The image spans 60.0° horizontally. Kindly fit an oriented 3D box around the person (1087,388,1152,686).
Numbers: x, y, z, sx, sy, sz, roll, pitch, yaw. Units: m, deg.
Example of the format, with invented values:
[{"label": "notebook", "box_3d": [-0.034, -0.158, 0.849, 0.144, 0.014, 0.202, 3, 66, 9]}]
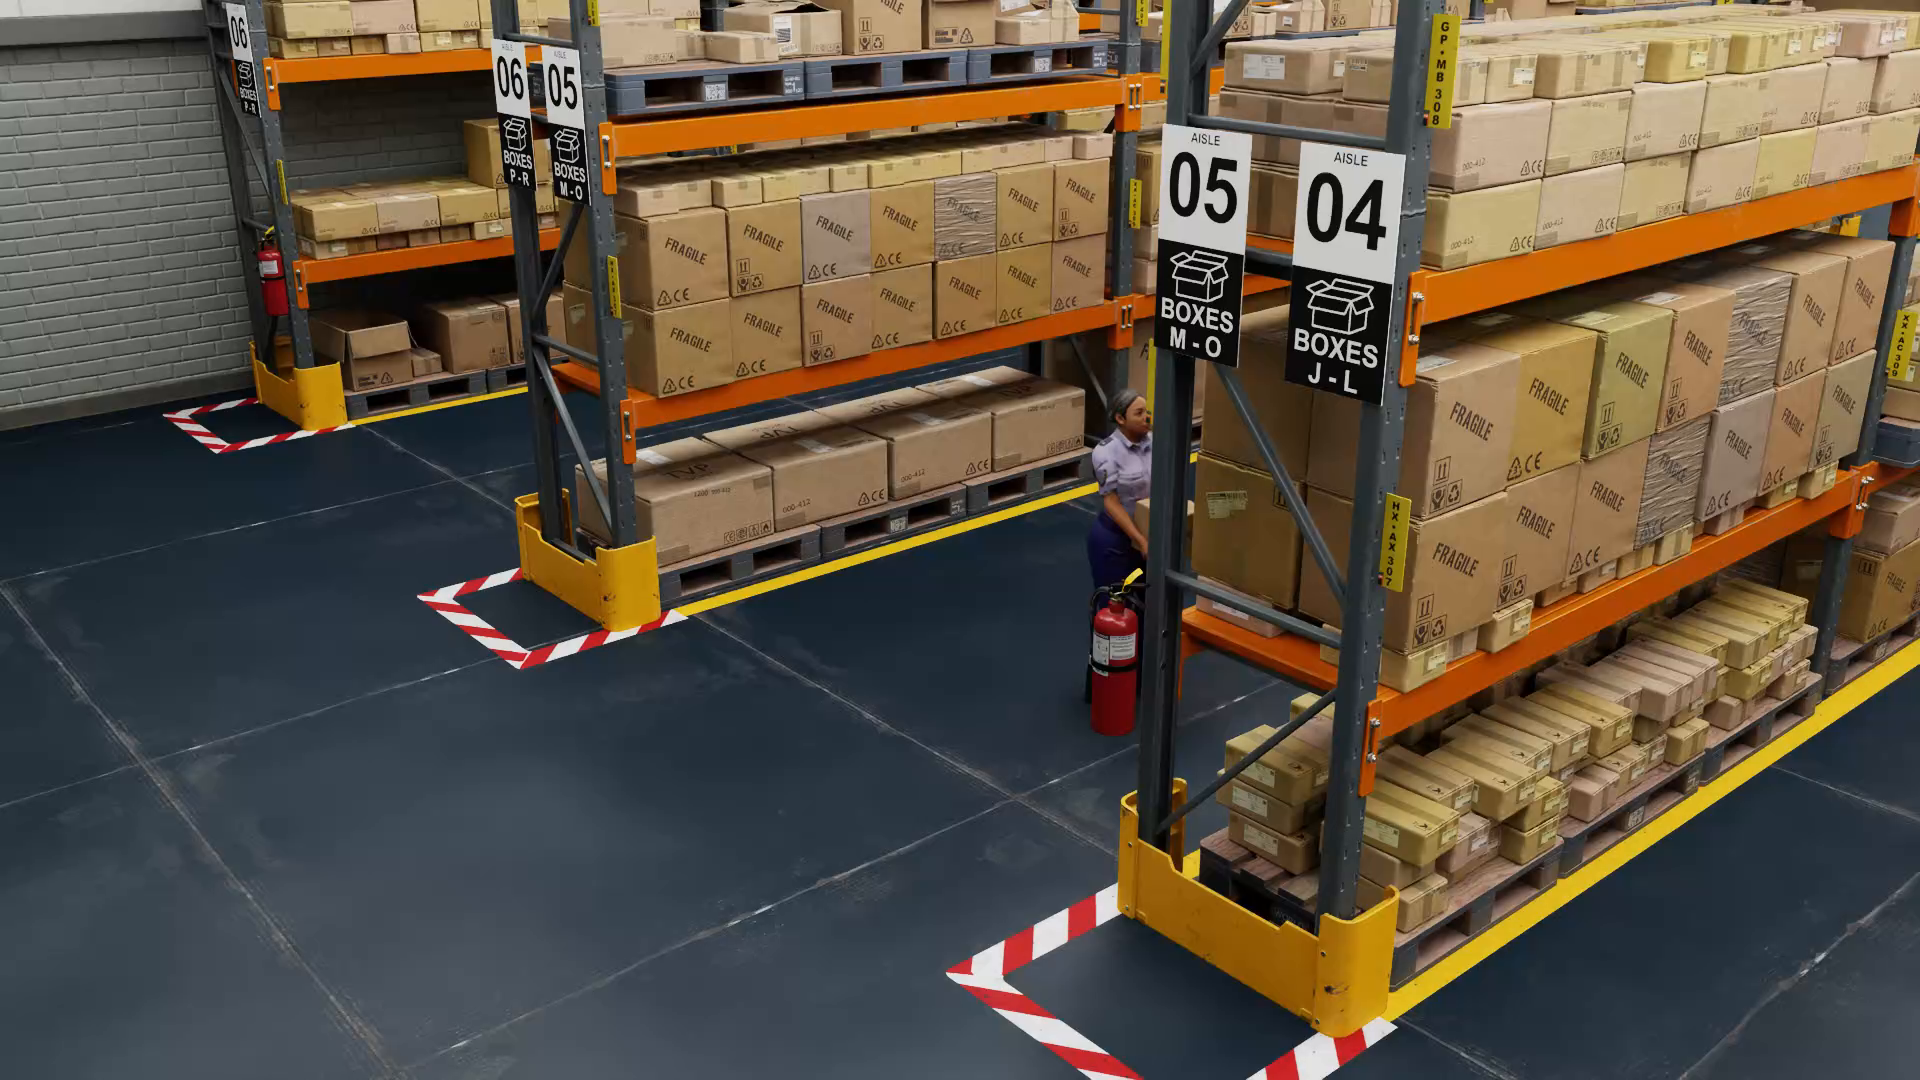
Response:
[{"label": "person", "box_3d": [0.929, 0.056, 8.492, 0.452, 1.623, 0.525, -17, 27, -37]}]
